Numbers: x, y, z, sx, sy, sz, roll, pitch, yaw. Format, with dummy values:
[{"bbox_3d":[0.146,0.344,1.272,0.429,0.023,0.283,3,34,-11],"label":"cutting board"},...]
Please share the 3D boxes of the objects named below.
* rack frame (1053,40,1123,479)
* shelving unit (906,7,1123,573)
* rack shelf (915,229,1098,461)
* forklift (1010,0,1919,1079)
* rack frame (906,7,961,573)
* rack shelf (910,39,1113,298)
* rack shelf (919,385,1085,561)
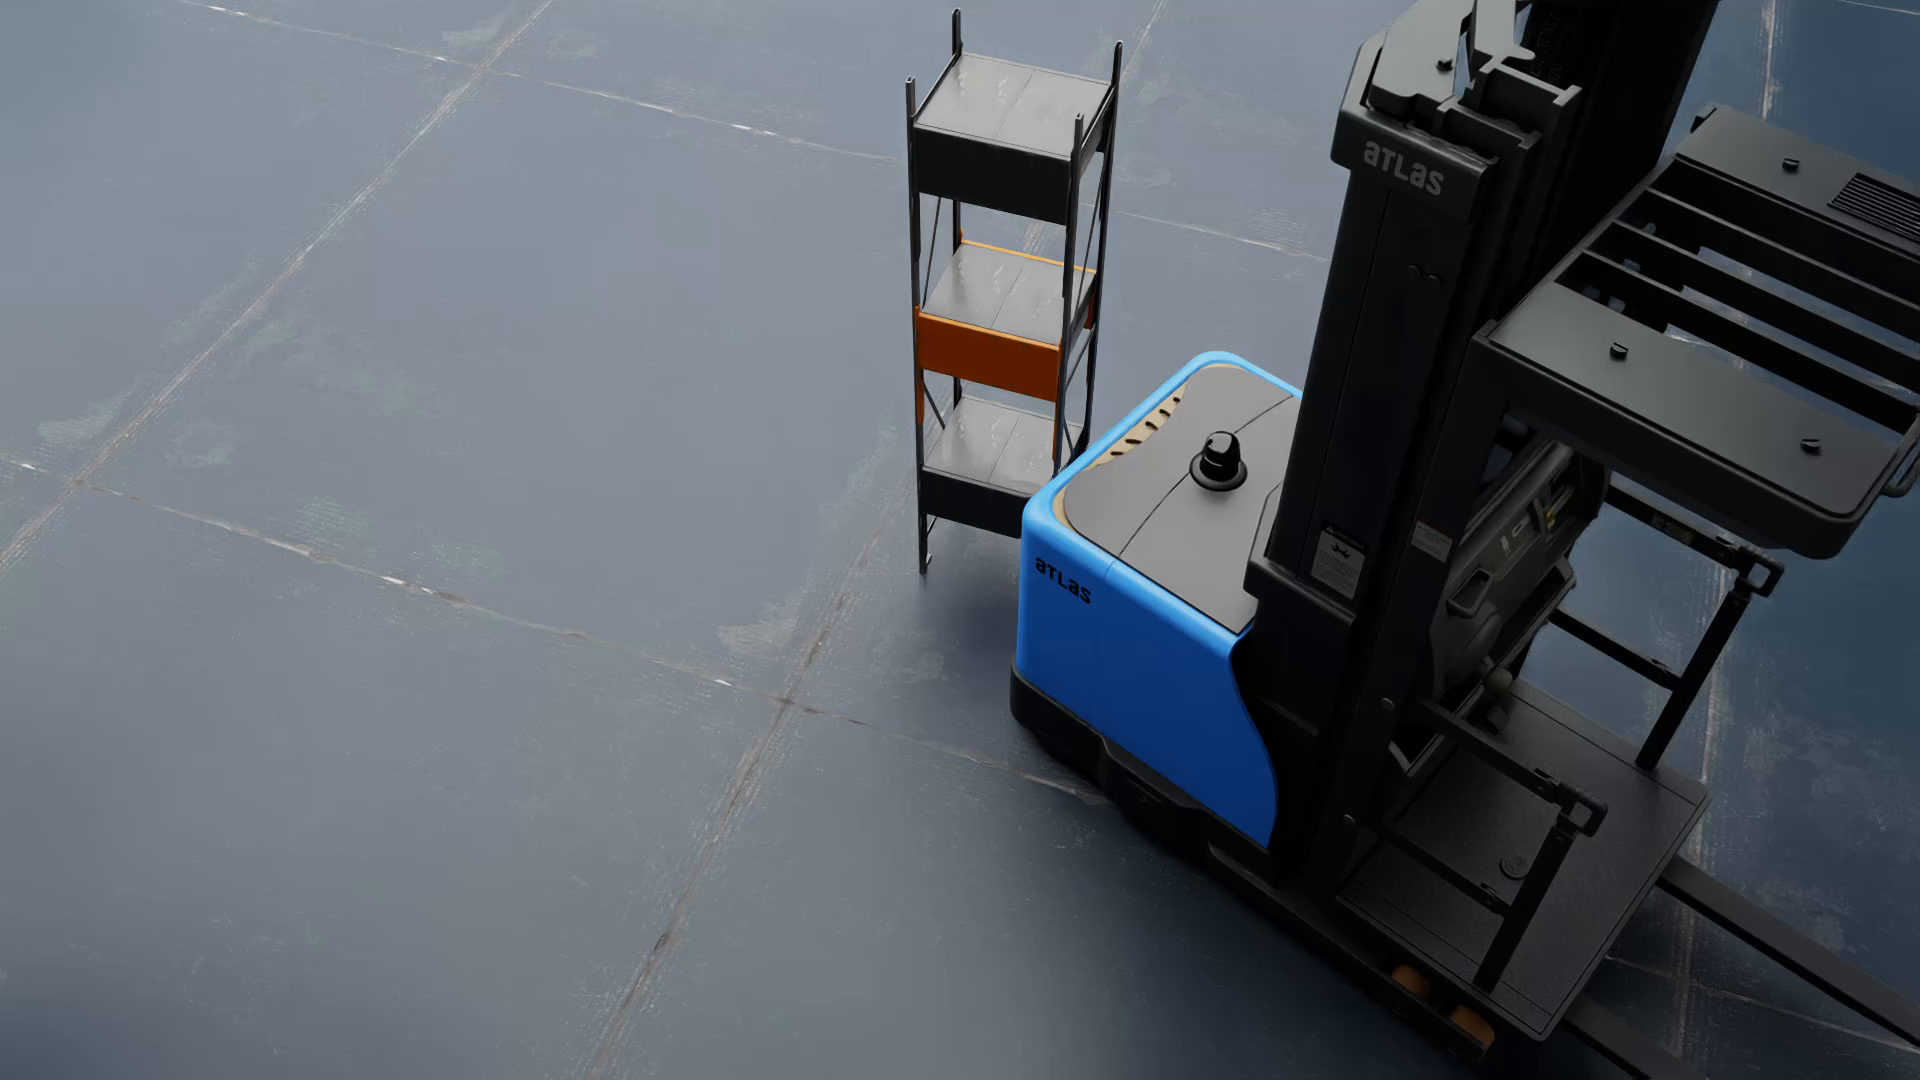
[{"bbox_3d":[0.384,-0.580,5.364,0.015,2.100,0.400,16,51,13],"label":"rack frame"},{"bbox_3d":[0.155,-0.644,5.419,0.503,2.100,0.431,16,51,13],"label":"shelving unit"},{"bbox_3d":[0.155,-0.635,5.429,0.480,0.518,0.431,16,51,13],"label":"rack shelf"},{"bbox_3d":[1.606,0.117,4.209,3.031,2.935,1.130,34,57,26],"label":"forklift"},{"bbox_3d":[-0.074,-0.708,5.474,0.015,2.100,0.400,16,51,13],"label":"rack frame"},{"bbox_3d":[0.155,-1.094,4.900,0.480,0.518,0.431,16,51,13],"label":"rack shelf"},{"bbox_3d":[0.155,-0.177,5.958,0.480,0.518,0.431,16,51,13],"label":"rack shelf"}]
